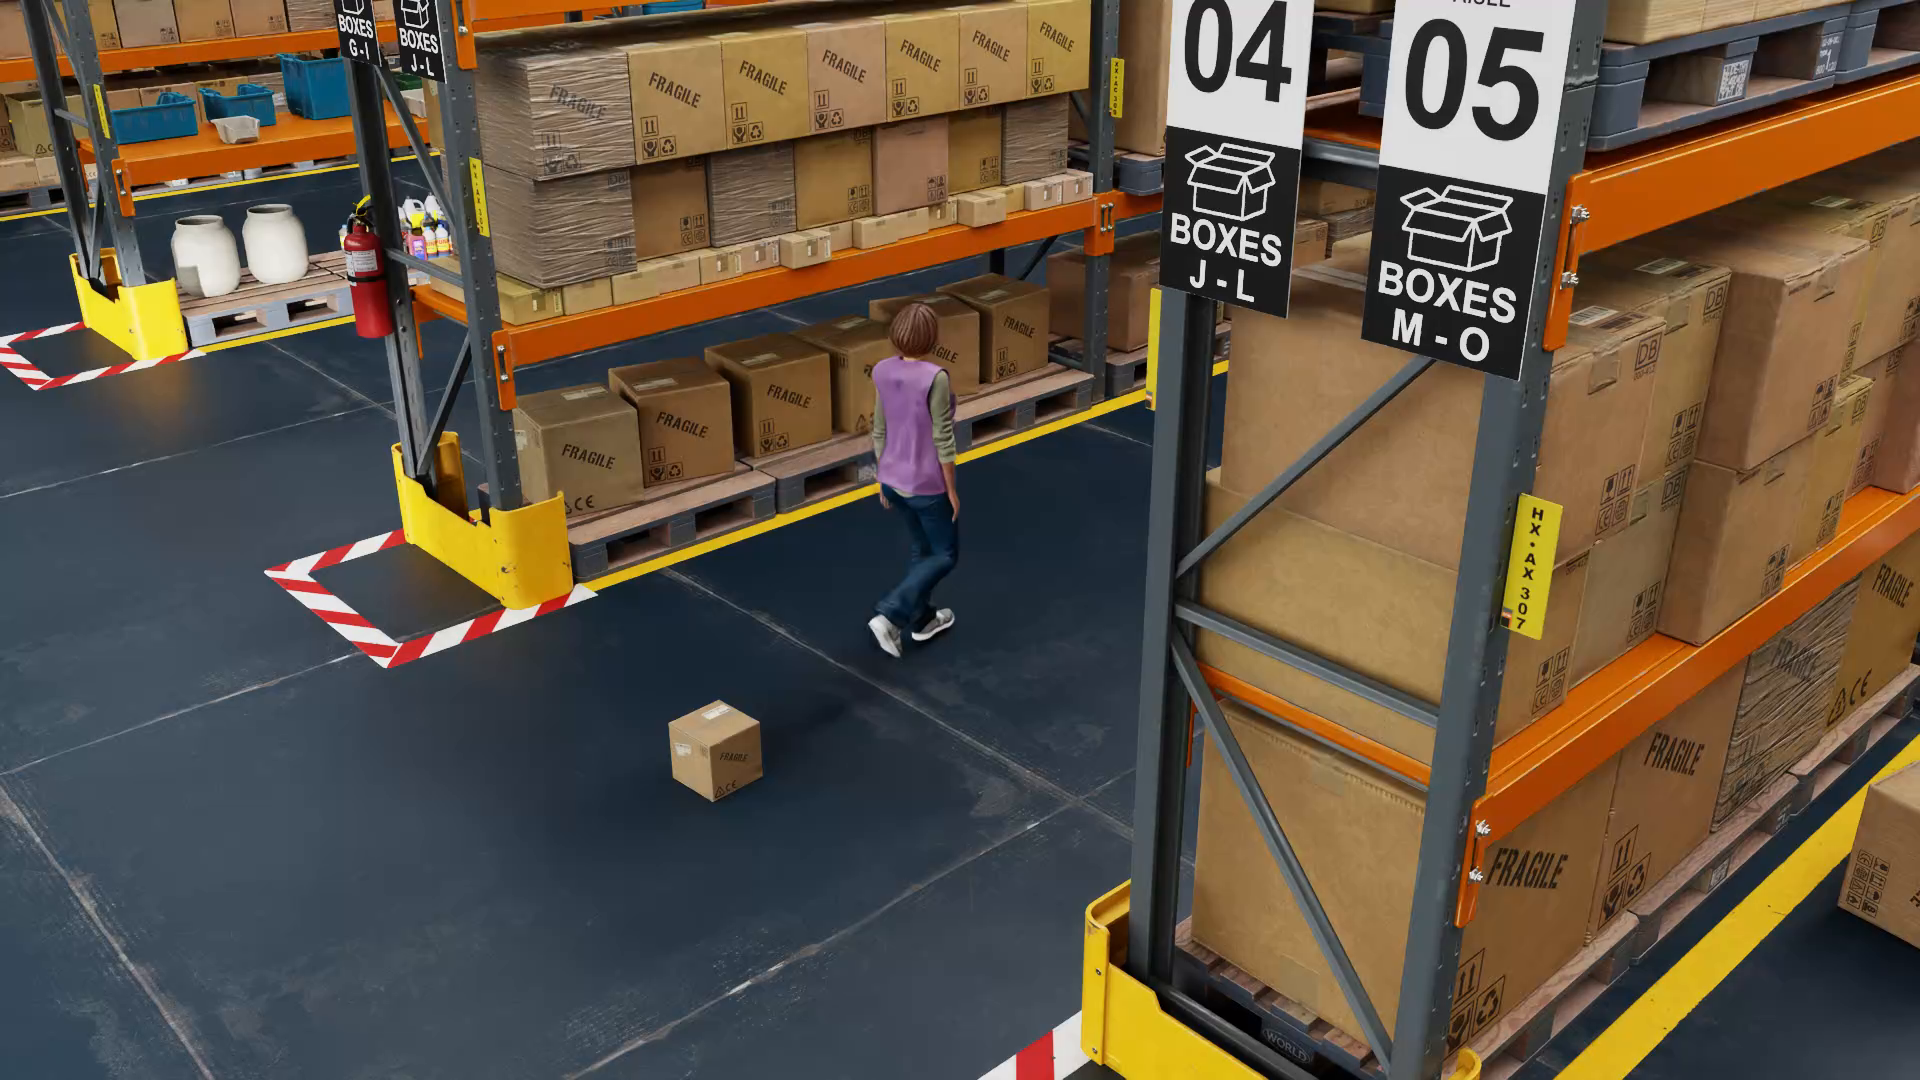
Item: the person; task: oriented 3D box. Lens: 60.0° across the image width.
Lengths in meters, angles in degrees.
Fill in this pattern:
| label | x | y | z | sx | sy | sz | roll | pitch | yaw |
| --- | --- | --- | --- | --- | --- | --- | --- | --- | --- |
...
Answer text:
| label | x | y | z | sx | sy | sz | roll | pitch | yaw |
| --- | --- | --- | --- | --- | --- | --- | --- | --- | --- |
| person | -0.223 | -0.128 | 7.121 | 0.351 | 1.352 | 0.678 | 19 | 31 | 35 |
